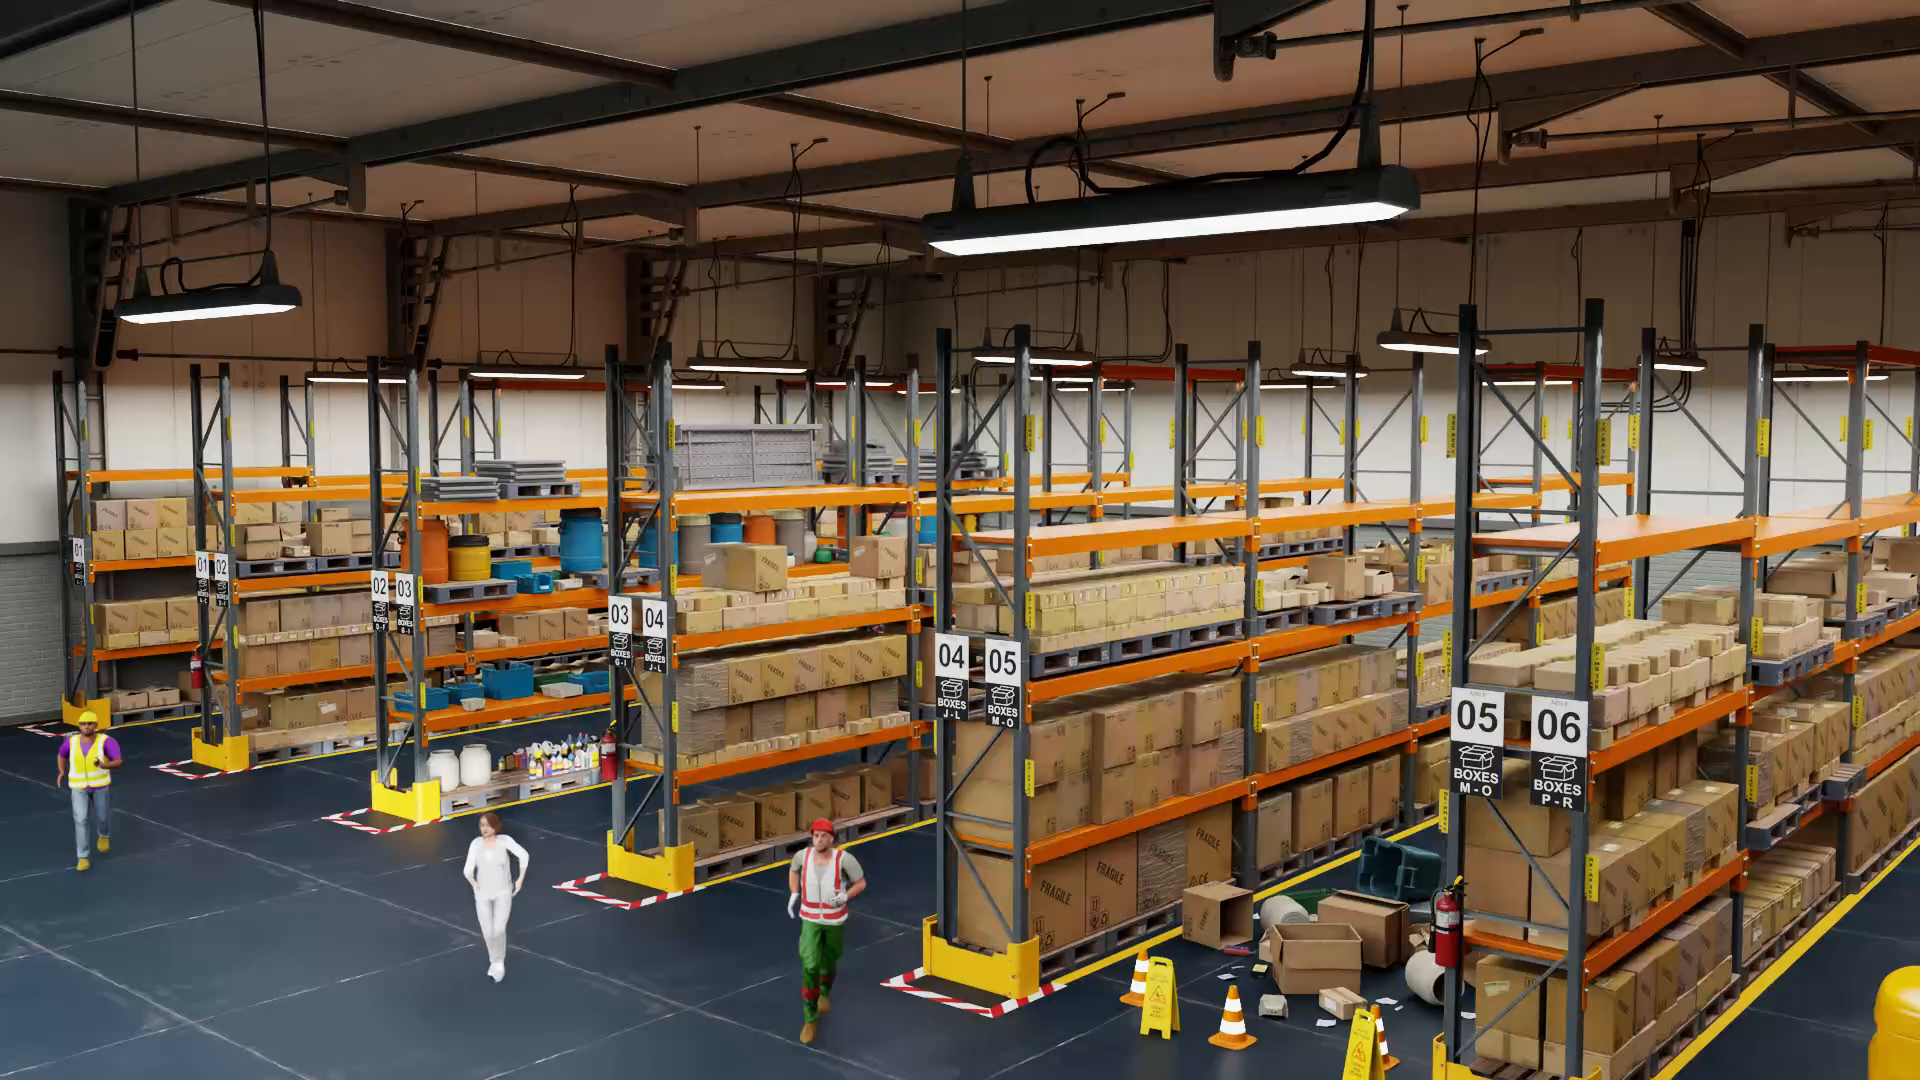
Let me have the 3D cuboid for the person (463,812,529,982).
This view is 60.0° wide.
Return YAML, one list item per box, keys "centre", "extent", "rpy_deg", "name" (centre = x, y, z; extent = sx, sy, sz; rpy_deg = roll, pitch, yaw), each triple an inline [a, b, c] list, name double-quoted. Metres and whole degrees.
- centre: [-4.277, 3.274, 15.264]
  extent: [0.532, 1.557, 0.618]
  rpy_deg: [0, 4, -2]
  name: "person"

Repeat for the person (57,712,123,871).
- centre: [-10.098, 2.862, 19.303]
  extent: [0.701, 1.750, 0.990]
  rpy_deg: [-2, 4, -22]
  name: "person"

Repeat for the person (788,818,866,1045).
- centre: [-1.127, 3.248, 14.104]
  extent: [0.669, 1.839, 0.817]
  rpy_deg: [0, 4, 0]
  name: "person"
